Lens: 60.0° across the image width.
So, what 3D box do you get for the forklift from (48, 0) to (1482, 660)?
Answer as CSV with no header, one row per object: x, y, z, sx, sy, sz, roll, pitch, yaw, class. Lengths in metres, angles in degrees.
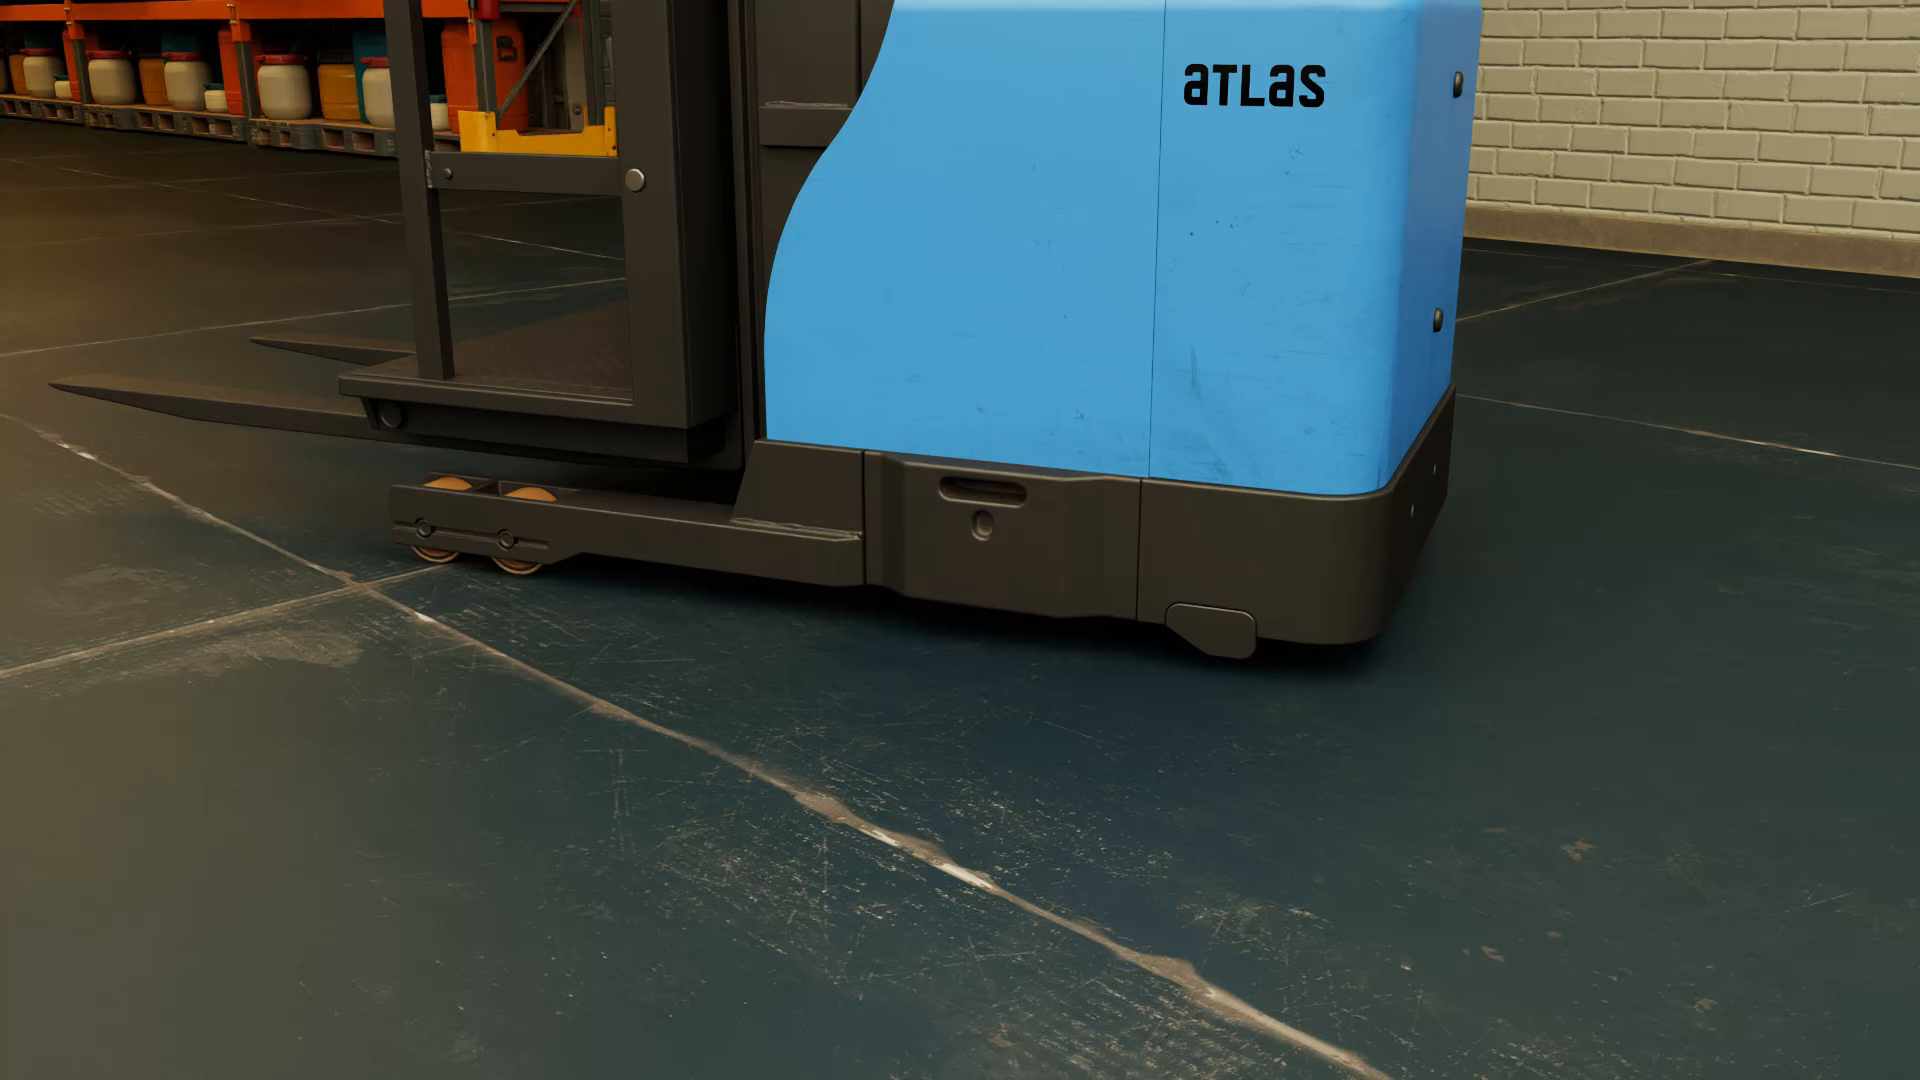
-0.563,-1.469,3.184,3.031,2.935,1.130,7,18,21,forklift
